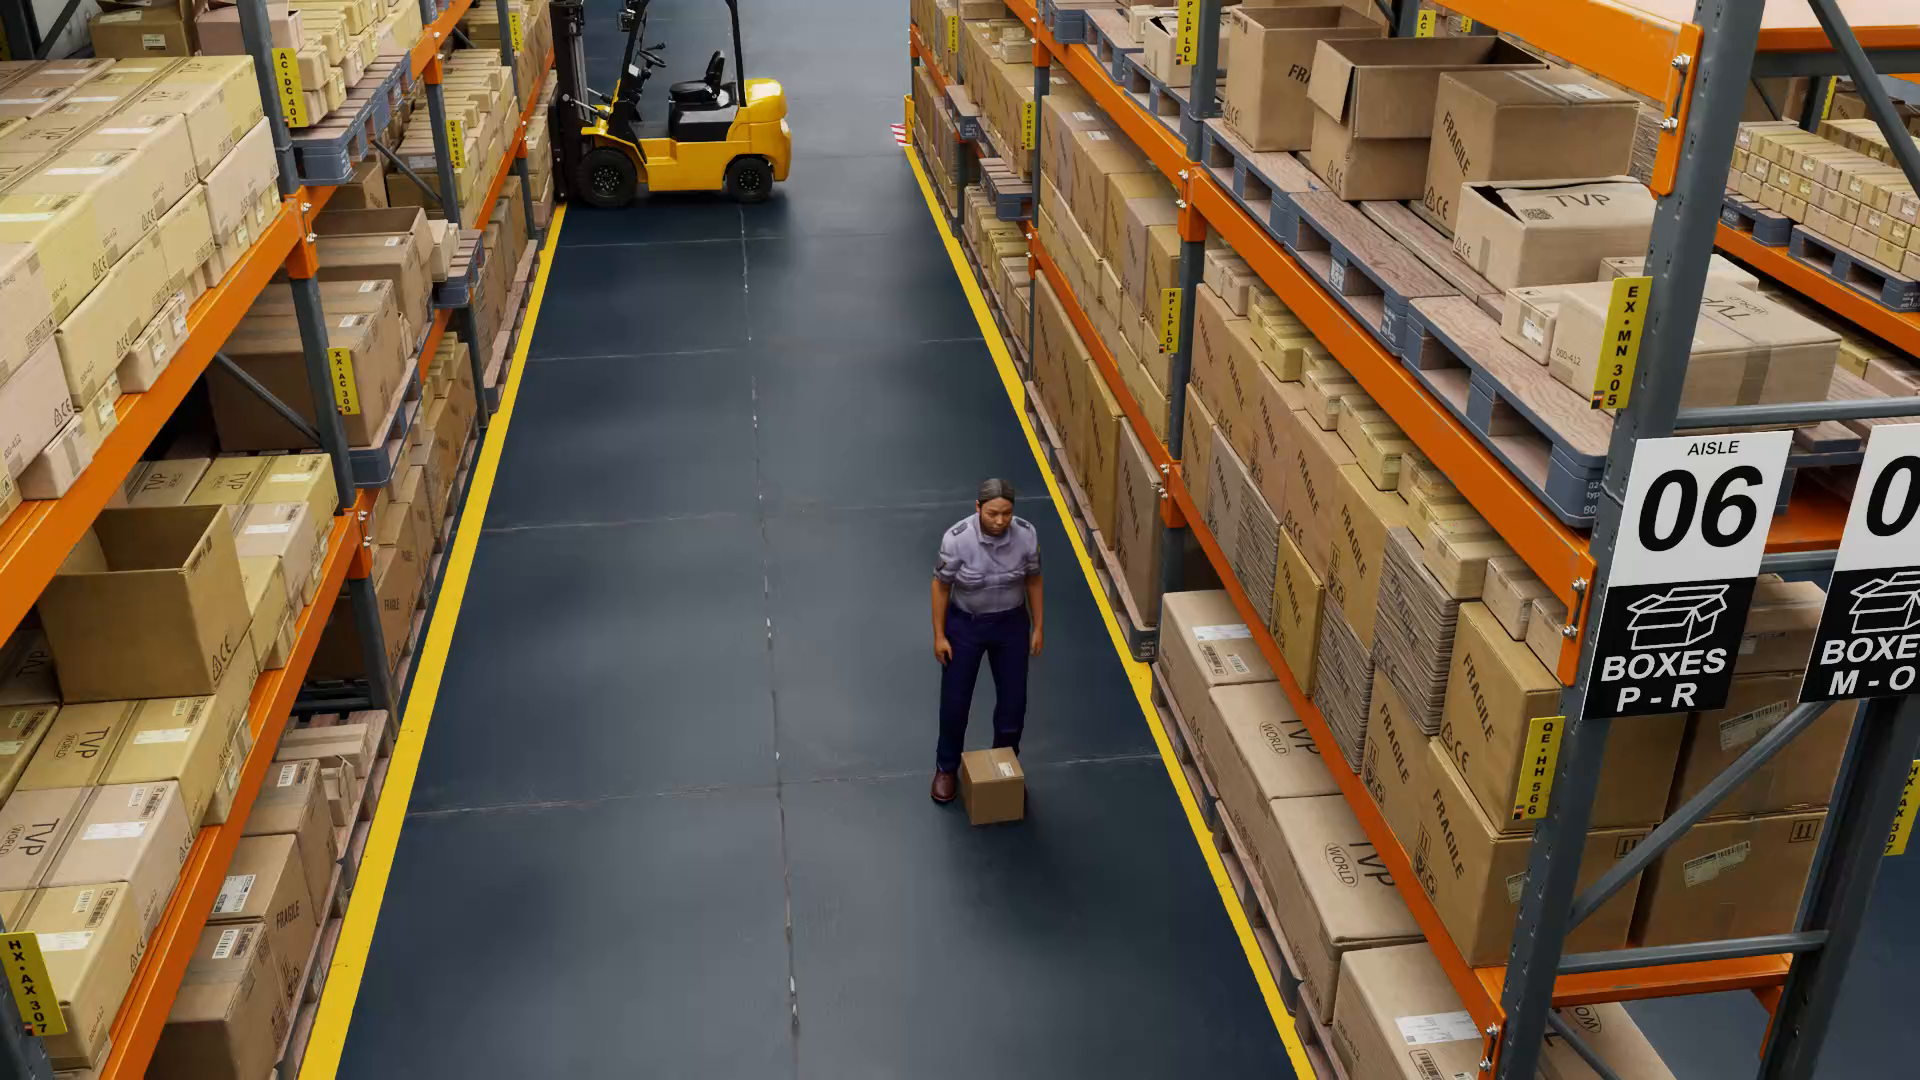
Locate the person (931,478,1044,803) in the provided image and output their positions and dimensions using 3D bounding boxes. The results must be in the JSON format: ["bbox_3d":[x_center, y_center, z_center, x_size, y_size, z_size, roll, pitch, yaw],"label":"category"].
[{"bbox_3d":[0.123,0.456,7.760,0.559,1.638,0.417,-5,28,-9],"label":"person"}]
